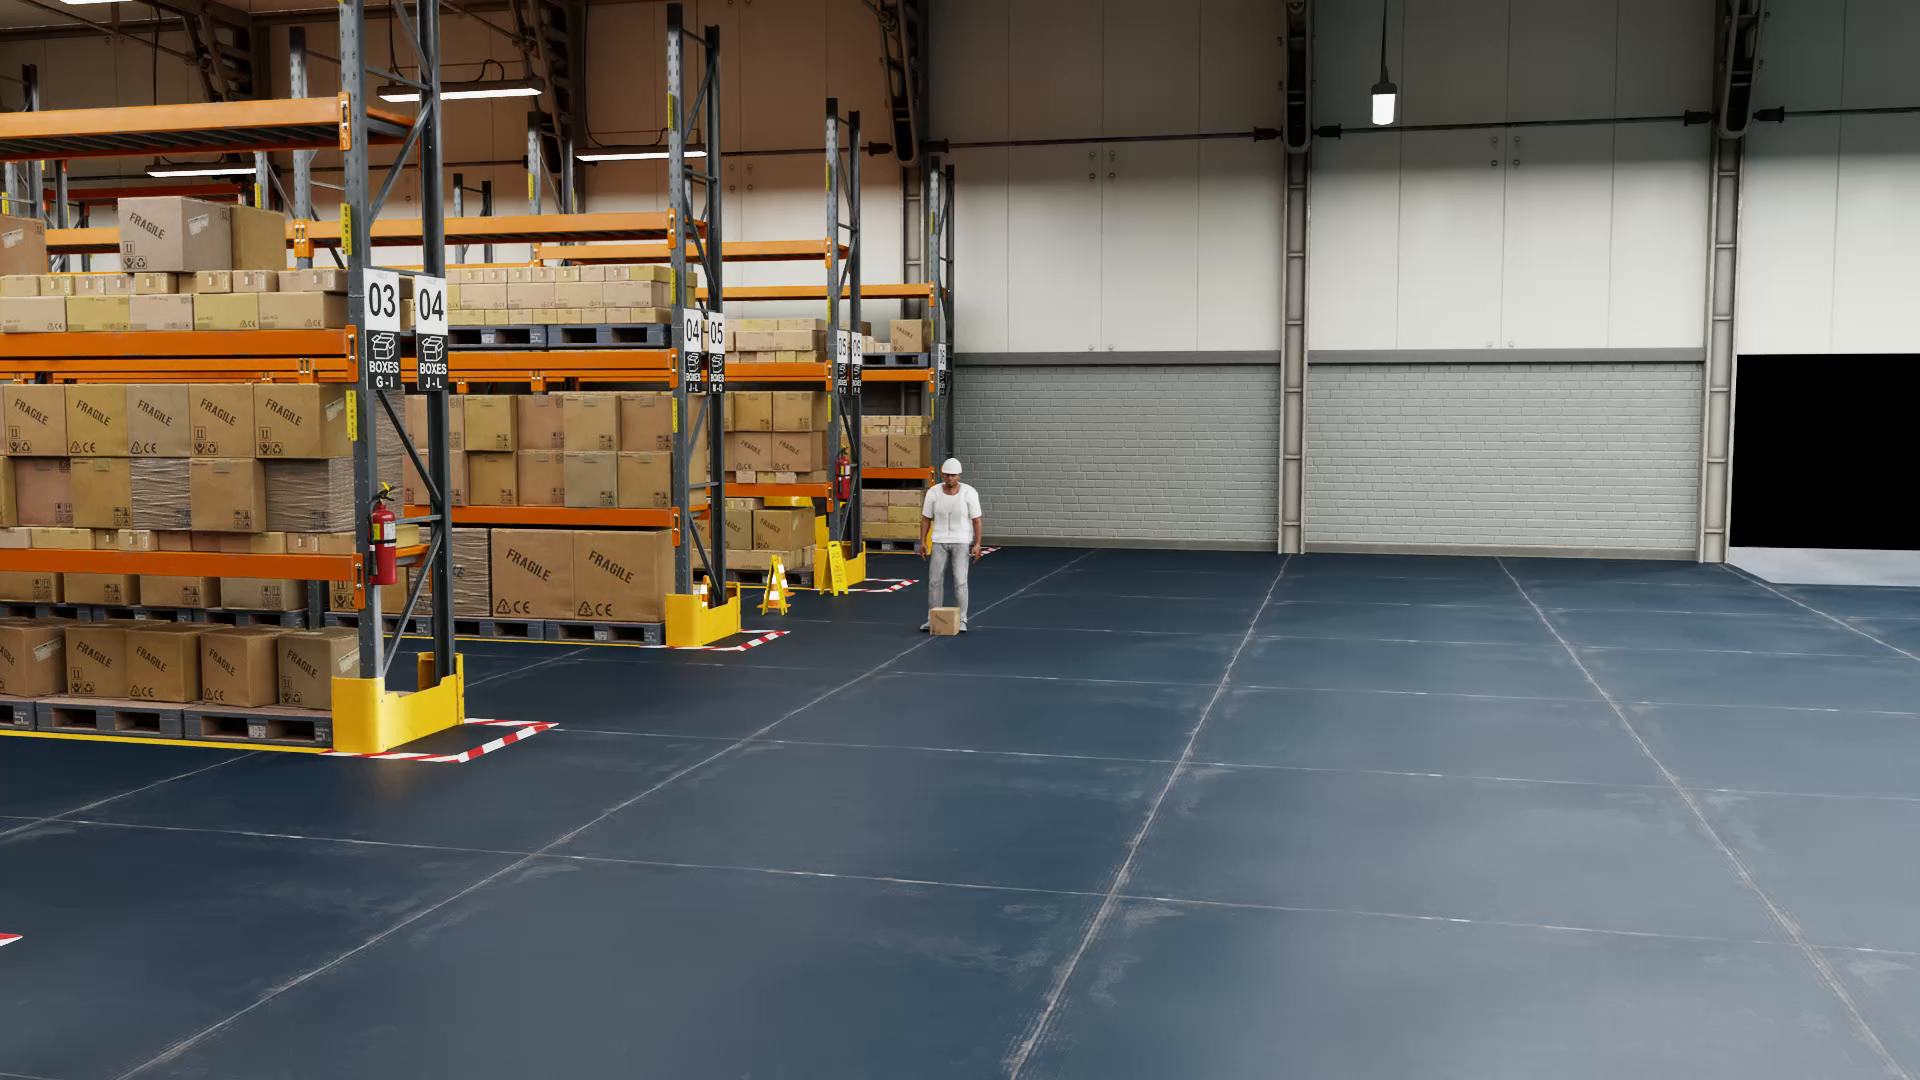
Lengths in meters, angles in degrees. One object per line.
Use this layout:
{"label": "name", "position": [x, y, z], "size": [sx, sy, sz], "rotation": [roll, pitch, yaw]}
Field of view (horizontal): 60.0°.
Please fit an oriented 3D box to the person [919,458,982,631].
{"label": "person", "position": [-0.097, 0.046, 16.880], "size": [0.634, 1.759, 0.460], "rotation": [1, 5, 10]}
